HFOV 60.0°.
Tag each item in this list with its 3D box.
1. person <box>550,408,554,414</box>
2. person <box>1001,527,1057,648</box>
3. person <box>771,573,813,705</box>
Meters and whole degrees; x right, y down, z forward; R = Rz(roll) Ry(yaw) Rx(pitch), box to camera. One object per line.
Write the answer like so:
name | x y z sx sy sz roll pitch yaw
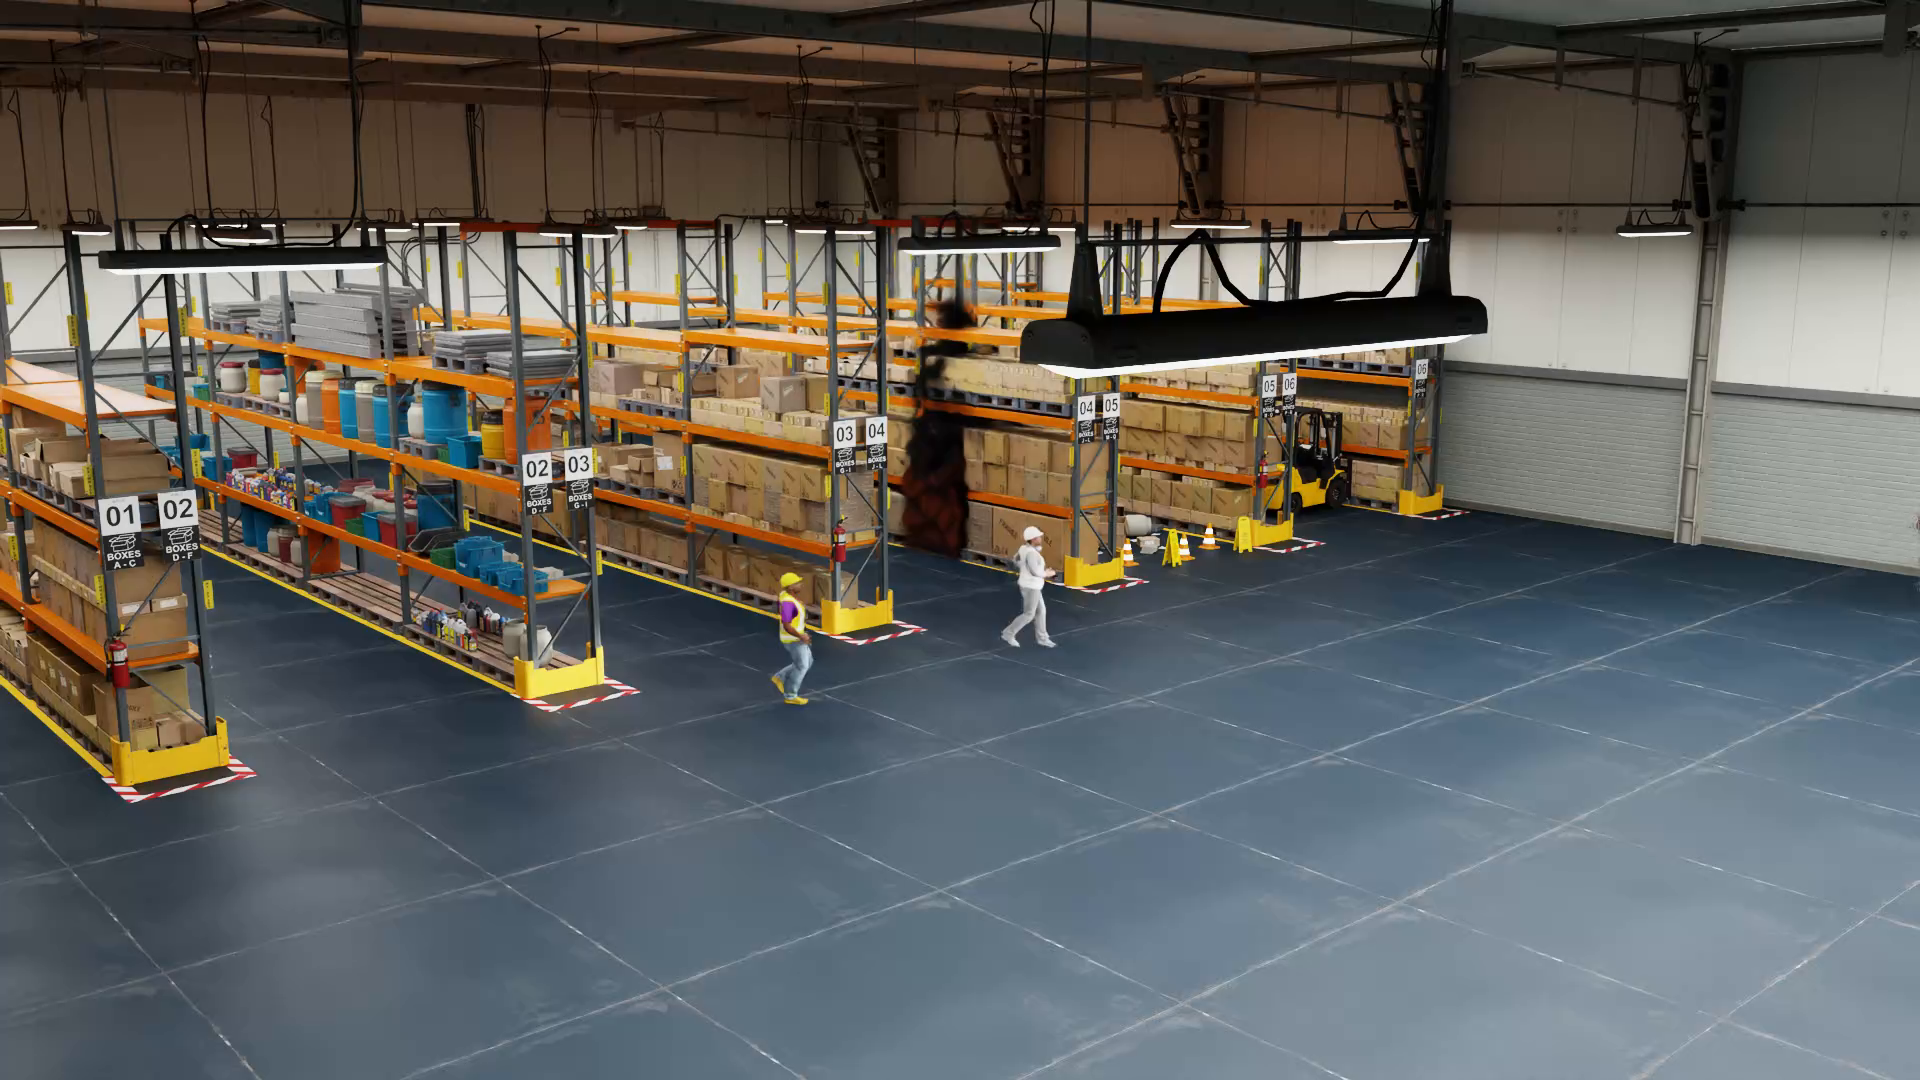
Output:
person | -9.889 -2.377 39.688 0.741 1.547 0.661 -1 11 -4
person | 1.001 0.696 23.922 0.849 1.805 0.677 -1 11 -7
person | -2.161 1.258 21.309 0.543 1.728 0.699 -2 12 -8
